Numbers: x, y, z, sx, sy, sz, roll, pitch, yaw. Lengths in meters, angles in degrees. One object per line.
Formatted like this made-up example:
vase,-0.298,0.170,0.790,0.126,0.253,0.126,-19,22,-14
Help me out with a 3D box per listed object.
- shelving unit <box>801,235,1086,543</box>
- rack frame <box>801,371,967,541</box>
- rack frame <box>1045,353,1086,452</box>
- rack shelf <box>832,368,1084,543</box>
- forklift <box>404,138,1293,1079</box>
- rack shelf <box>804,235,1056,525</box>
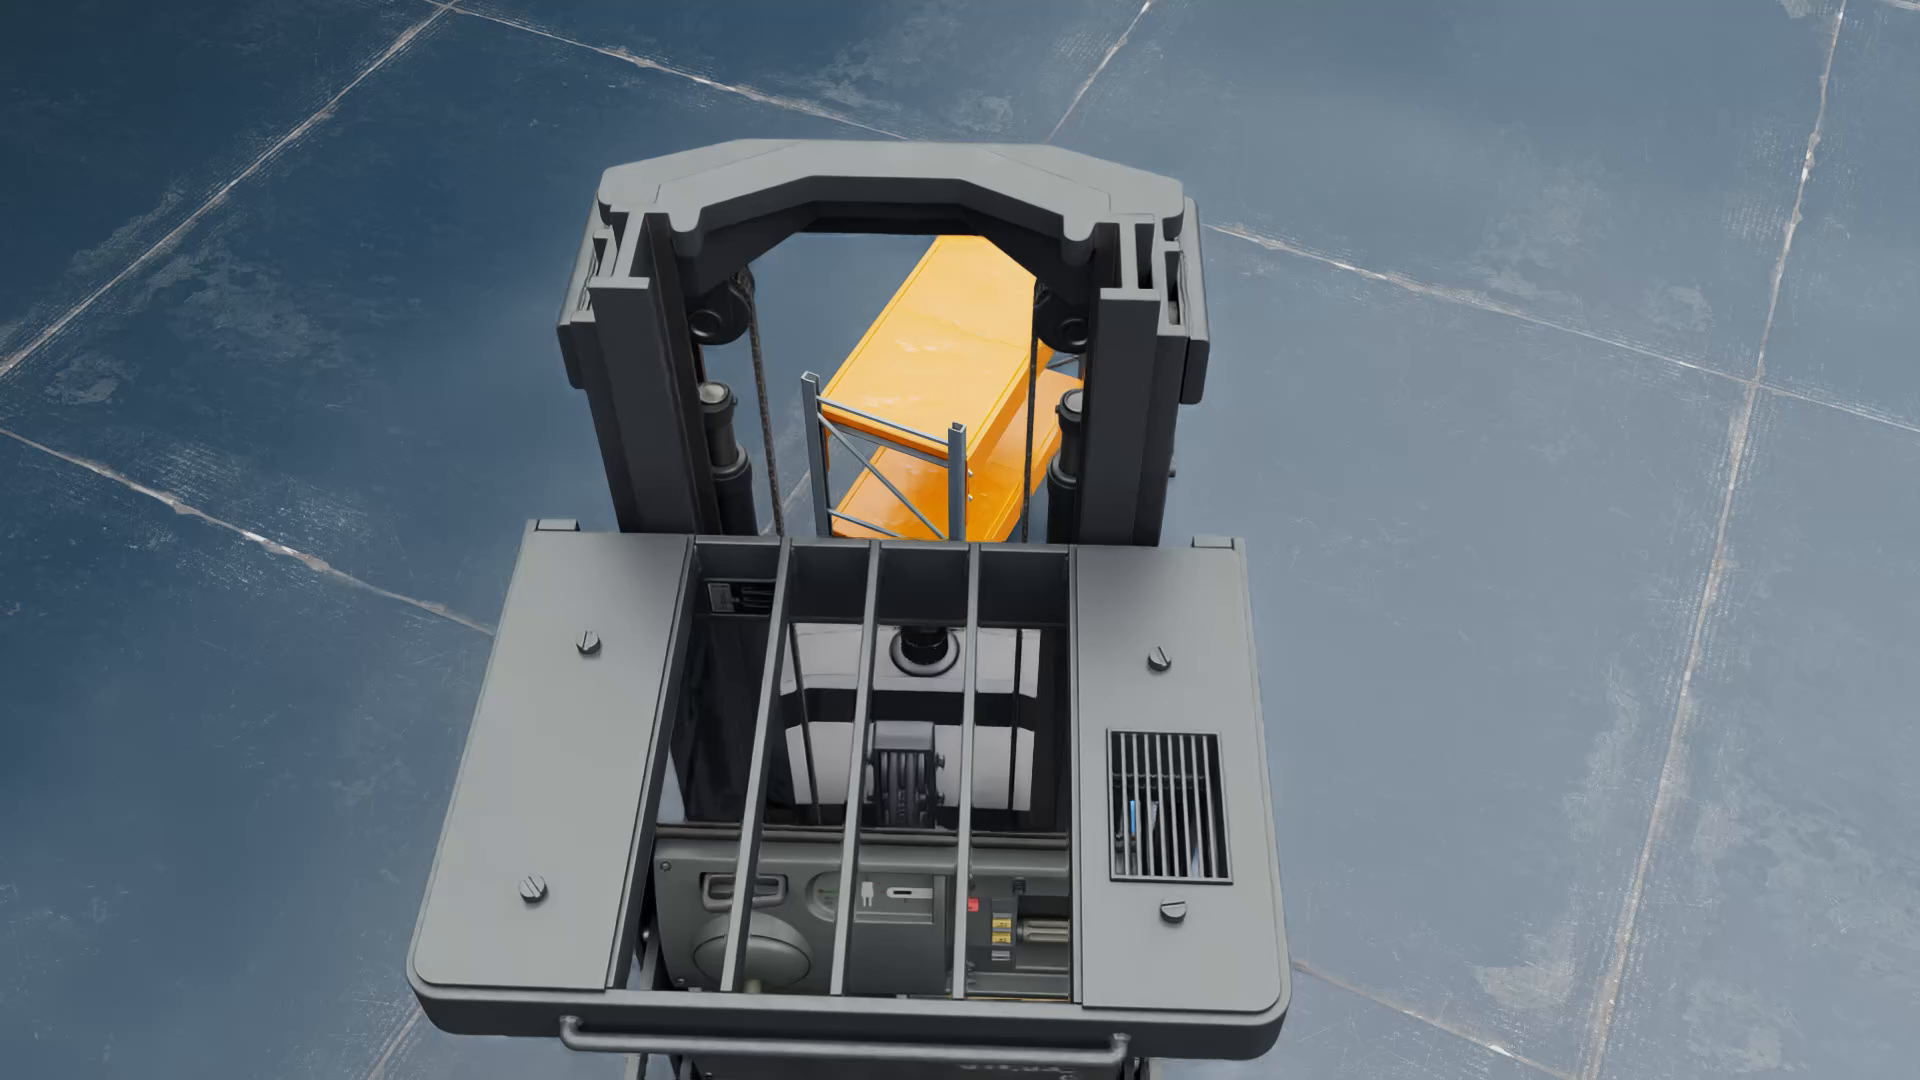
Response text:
shelving unit,0.003,-0.369,5.326,0.538,1.125,1.048,20,52,16
rack frame,-0.214,-0.019,5.028,0.500,1.125,0.032,20,52,16
rack frame,0.220,-0.719,5.623,0.500,1.125,0.032,20,52,16
rack shelf,0.003,-0.211,5.512,0.538,0.278,1.000,20,52,16
forklift,-0.125,0.880,3.077,1.130,2.935,3.031,2,50,1
rack shelf,0.003,-0.559,5.103,0.538,0.278,1.000,20,52,16
